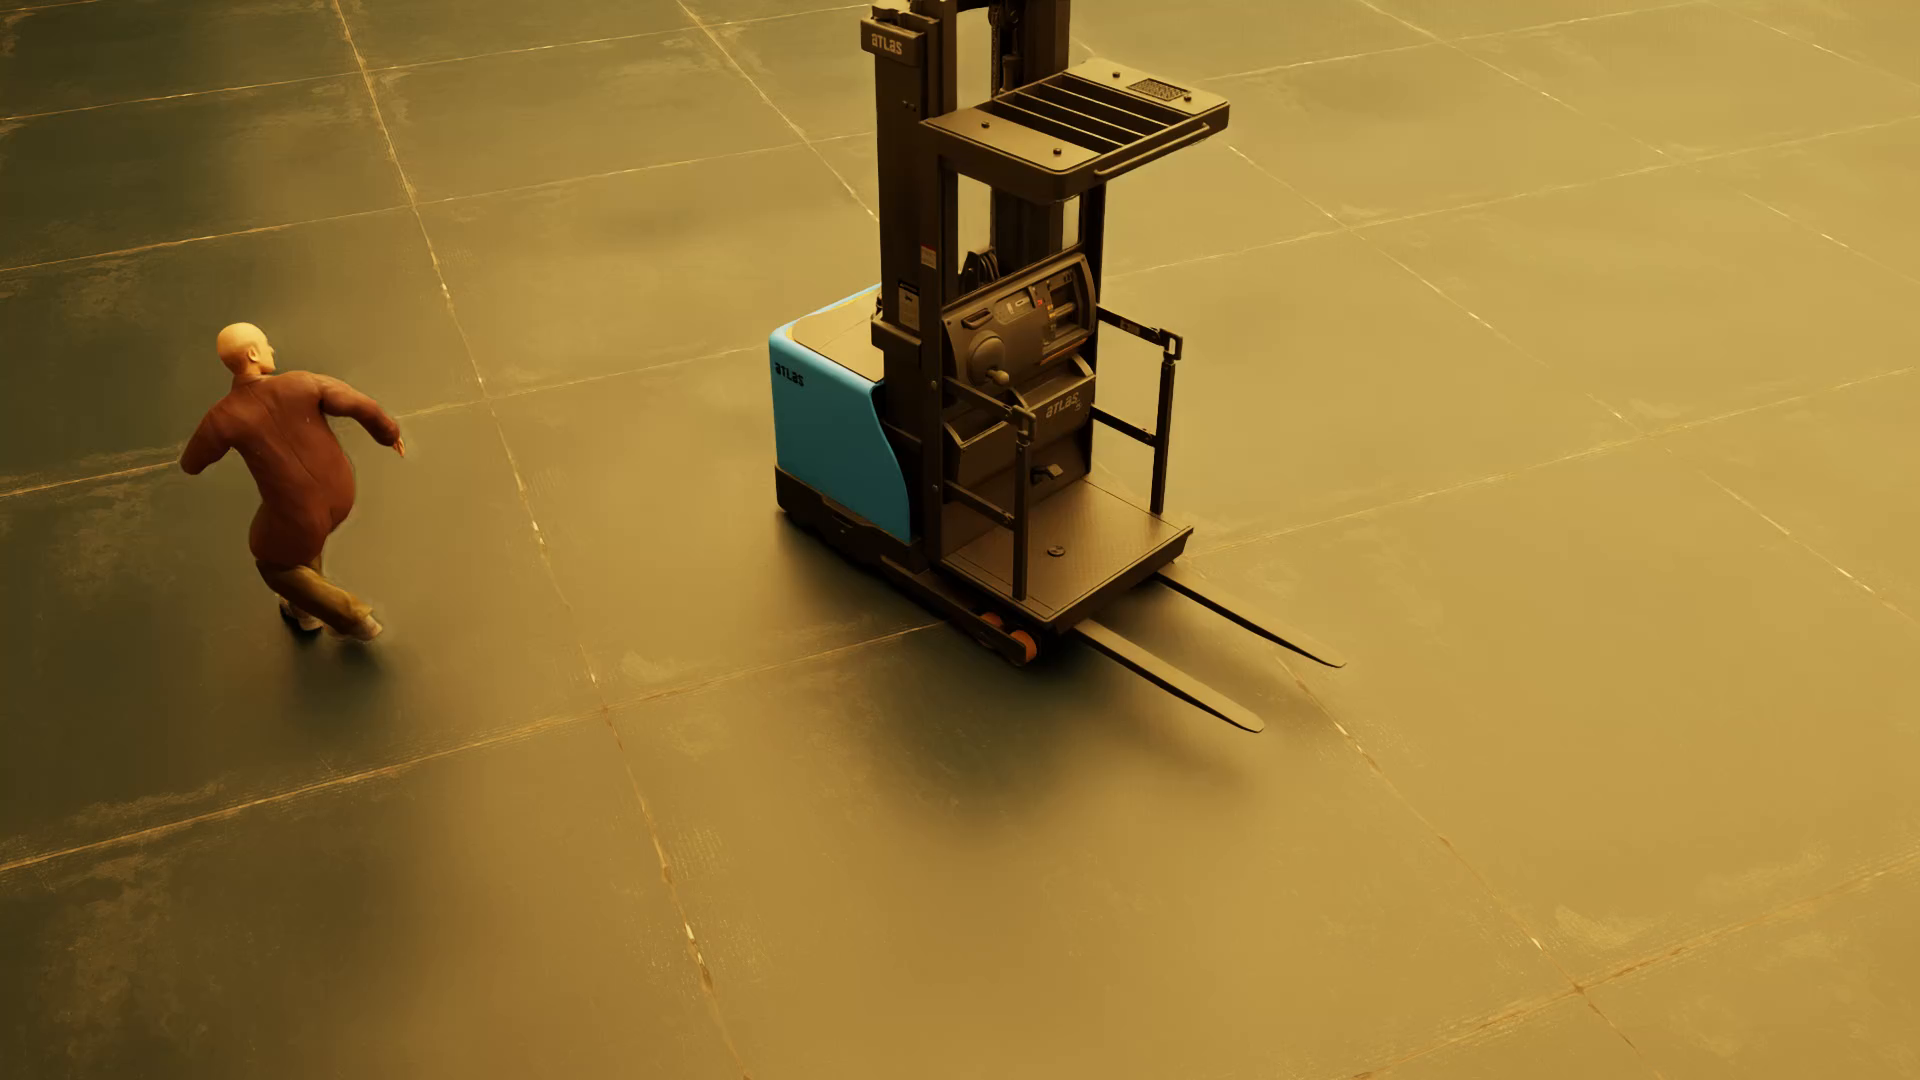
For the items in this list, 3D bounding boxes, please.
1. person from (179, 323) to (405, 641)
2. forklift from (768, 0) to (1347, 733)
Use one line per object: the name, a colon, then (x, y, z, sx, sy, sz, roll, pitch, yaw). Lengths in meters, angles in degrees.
person: (-3.023, -0.291, 7.639, 0.911, 1.641, 0.926, 29, 45, 34)
forklift: (0.432, -0.946, 7.429, 3.031, 2.935, 1.130, 30, 45, 35)
